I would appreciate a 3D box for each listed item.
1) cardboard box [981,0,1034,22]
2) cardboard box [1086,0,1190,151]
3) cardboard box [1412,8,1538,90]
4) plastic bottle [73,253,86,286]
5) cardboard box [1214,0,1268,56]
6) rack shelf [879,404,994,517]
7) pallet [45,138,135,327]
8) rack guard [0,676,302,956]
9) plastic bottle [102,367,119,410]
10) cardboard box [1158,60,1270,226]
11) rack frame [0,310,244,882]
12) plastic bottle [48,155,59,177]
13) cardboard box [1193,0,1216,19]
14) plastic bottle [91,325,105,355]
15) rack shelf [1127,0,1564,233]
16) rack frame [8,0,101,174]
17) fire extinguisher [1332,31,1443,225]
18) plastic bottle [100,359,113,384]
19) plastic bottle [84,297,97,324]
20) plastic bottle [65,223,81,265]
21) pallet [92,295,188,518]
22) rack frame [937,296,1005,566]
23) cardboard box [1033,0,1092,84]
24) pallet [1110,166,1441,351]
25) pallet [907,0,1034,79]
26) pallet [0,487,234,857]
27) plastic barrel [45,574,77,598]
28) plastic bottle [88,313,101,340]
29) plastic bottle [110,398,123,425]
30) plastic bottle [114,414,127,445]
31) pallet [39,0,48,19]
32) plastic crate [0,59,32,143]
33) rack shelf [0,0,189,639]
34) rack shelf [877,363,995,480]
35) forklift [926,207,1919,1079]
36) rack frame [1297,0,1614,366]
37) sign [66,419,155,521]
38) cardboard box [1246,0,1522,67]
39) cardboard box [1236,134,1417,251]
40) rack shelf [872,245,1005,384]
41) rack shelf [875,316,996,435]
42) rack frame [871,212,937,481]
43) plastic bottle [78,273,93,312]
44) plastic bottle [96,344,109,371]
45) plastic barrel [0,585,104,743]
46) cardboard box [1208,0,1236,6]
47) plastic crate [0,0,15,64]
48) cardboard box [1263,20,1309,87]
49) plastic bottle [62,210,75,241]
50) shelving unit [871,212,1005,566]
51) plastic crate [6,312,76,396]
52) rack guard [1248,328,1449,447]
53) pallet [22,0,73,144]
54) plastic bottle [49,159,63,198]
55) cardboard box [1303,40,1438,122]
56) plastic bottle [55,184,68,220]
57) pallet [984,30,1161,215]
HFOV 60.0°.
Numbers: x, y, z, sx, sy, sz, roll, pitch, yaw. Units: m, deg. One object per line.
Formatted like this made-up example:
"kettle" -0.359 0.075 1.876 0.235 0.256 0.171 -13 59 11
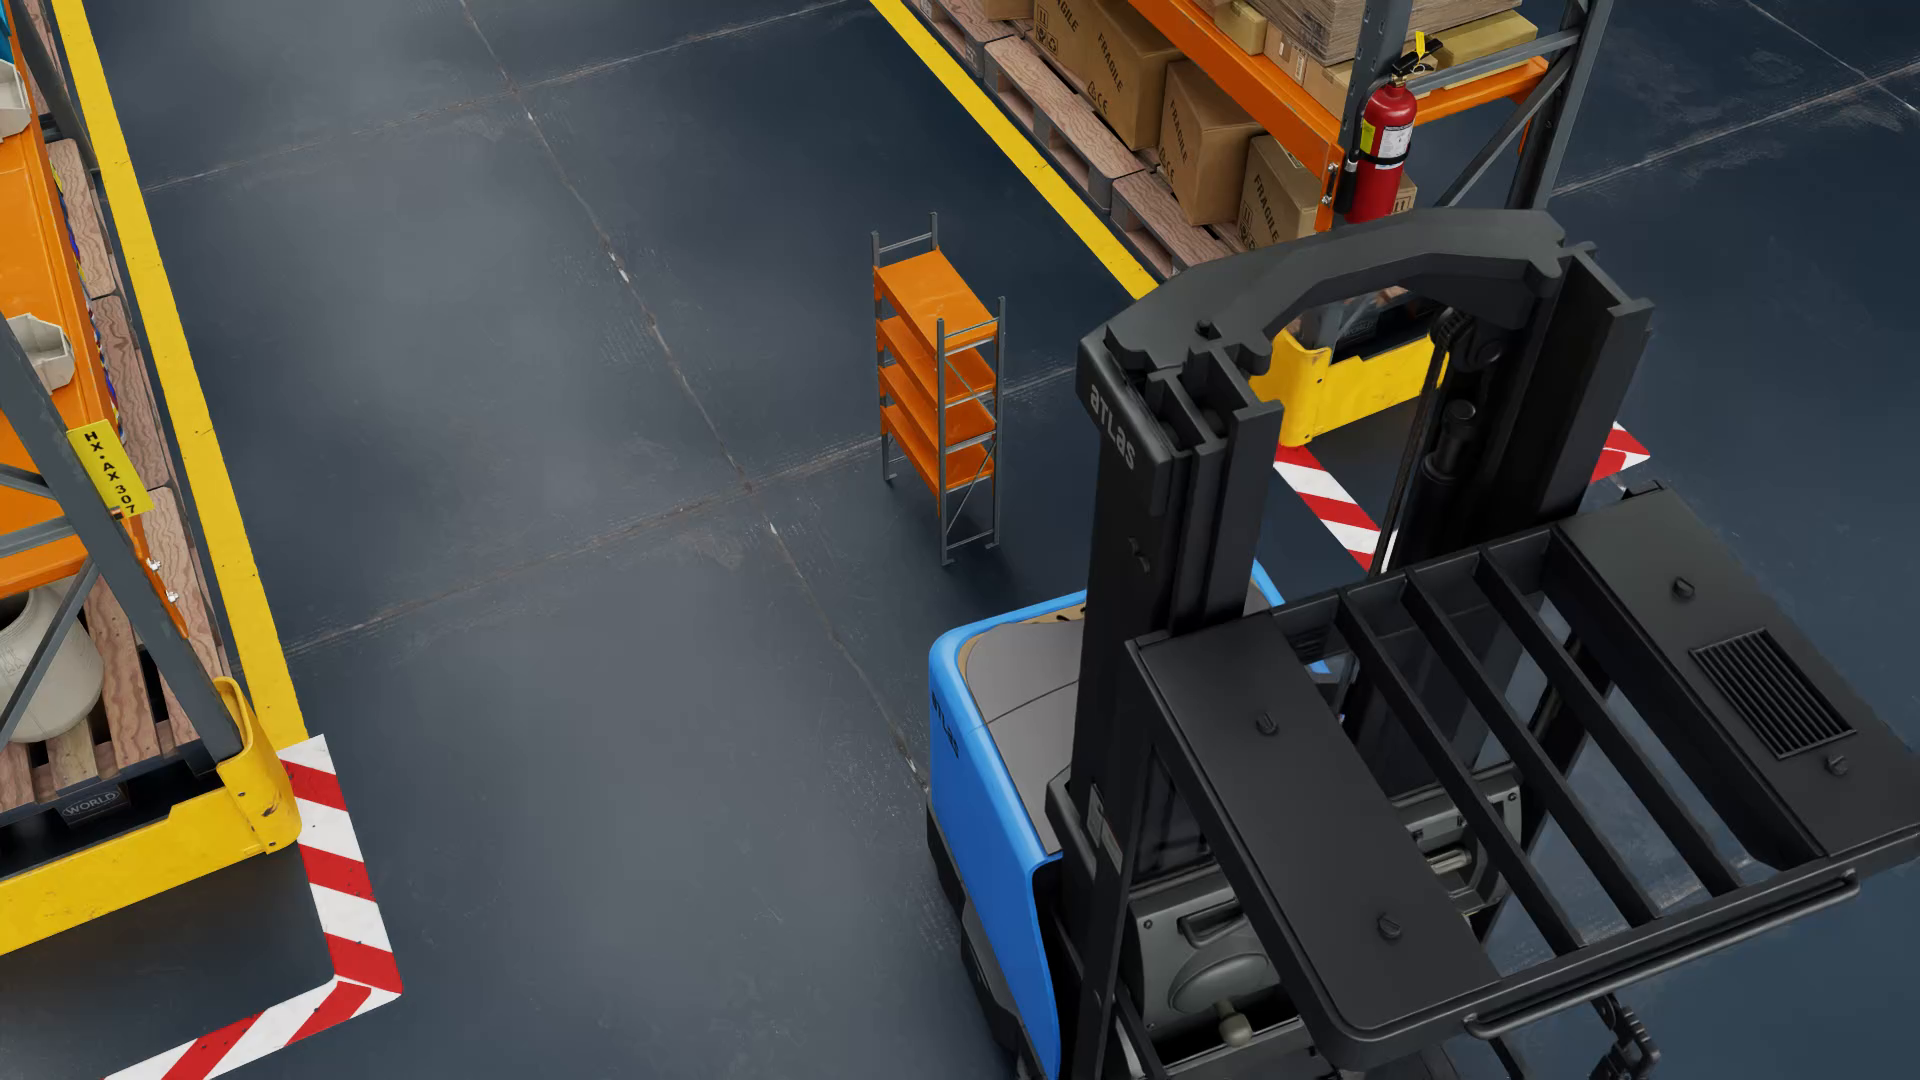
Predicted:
"cardboard box" 0.343 -2.933 8.204 0.500 0.500 0.500 -7 49 -6
"cardboard box" 0.913 -2.156 7.524 0.500 0.500 0.500 -17 51 -14
"cardboard box" 1.839 -1.793 5.992 0.380 0.149 0.250 -21 52 -18
"plastic bottle" -3.691 -1.170 6.748 0.144 0.351 0.185 -21 52 -18
"cardboard box" 1.169 -1.957 6.136 0.380 0.149 0.250 -21 52 -18
"rack shelf" -0.076 -0.331 6.095 0.258 0.148 0.480 -21 52 -18
"pallet" -4.207 -1.192 7.152 1.003 0.211 1.213 -21 52 -18
"rack guard" -2.724 0.891 5.138 1.175 0.500 0.348 -21 52 -18
"plastic bottle" -3.287 -0.626 6.317 0.061 0.283 0.133 -20 52 -17
"cardboard box" 1.182 -1.730 7.152 0.500 0.500 0.500 -9 49 -8
"rack frame" -2.647 0.103 4.167 1.000 3.000 0.127 -21 52 -18
"plastic bottle" -4.034 -1.662 7.278 0.097 0.201 0.097 0 49 0
"cardboard box" 1.068 -2.130 6.287 0.380 0.149 0.250 -21 52 -18
"plastic bottle" -3.447 -0.804 6.527 0.097 0.201 0.097 0 49 0
"rack shelf" 0.842 -2.705 7.101 1.077 0.370 4.000 -21 52 -18
"rack frame" -4.477 -2.574 6.509 1.000 3.000 0.127 -21 52 -18
"fire extinguisher" 1.400 -1.342 5.482 0.296 0.674 0.183 -21 52 -18
"plastic bottle" -3.356 -0.694 6.384 0.097 0.271 0.097 0 49 0
"plastic bottle" -3.541 -0.941 6.647 0.097 0.201 0.097 0 49 0
"plastic bottle" -3.727 -1.270 6.880 0.061 0.283 0.133 -18 51 -15
"pallet" -3.645 -0.375 6.437 1.003 0.211 1.213 -21 52 -18
"rack frame" 0.036 -0.342 5.752 0.240 1.200 0.015 -21 52 -18
"cardboard box" 0.697 -2.545 7.864 0.500 0.500 0.500 -26 54 -21
"pallet" 1.382 -1.292 7.239 1.003 0.211 1.213 -21 52 -18
"pallet" 0.265 -2.925 8.668 1.003 0.211 1.213 -21 52 -18
"pallet" -3.091 0.441 5.724 1.003 0.211 1.213 -21 52 -18
"plastic barrel" -3.245 0.034 5.601 0.421 0.512 0.421 0 49 0
"plastic bottle" -3.495 -0.896 6.561 0.097 0.271 0.097 0 49 0
"plastic bottle" -3.247 -0.511 6.271 0.097 0.201 0.097 0 49 0
"plastic bottle" -3.199 -0.464 6.184 0.097 0.271 0.097 0 49 0
"pallet" -5.433 -2.986 8.721 1.003 0.211 1.213 -21 52 -18
"plastic crate" -3.509 -1.488 5.734 0.530 0.136 0.437 -21 52 -18
"rack shelf" -3.562 -0.999 5.609 1.077 0.370 4.000 -21 52 -18
"rack shelf" -0.076 -0.462 5.946 0.258 0.148 0.480 -21 52 -18
"forklift" 0.889 0.919 3.499 1.130 2.935 3.031 -16 51 -13
"rack frame" 1.757 -1.603 5.659 1.000 3.000 0.127 -21 52 -18
"sign" -2.156 -0.175 4.226 0.100 0.325 0.005 -21 52 -18
"cardboard box" 1.530 -2.111 5.840 0.875 0.500 0.500 -21 52 -18
"cardboard box" 1.486 -1.342 6.813 0.500 0.500 0.500 -13 50 -11
"rack shelf" -0.076 -0.765 5.599 0.258 0.148 0.480 -21 52 -18
"rack shelf" -0.076 -0.609 5.778 0.258 0.148 0.480 -21 52 -18
"rack frame" -0.187 -0.669 6.038 0.240 1.200 0.015 -21 52 -18
"plastic bottle" -3.620 -1.036 6.680 0.152 0.276 0.135 -20 52 -17
"plastic bottle" -3.402 -0.761 6.443 0.097 0.271 0.097 0 49 0
"plastic barrel" -3.016 0.370 5.308 0.421 0.512 0.421 0 49 0
"cardboard box" 1.194 -2.405 6.096 0.875 0.500 0.500 -21 52 -18
"plastic crate" -3.729 -1.878 5.998 0.499 0.251 0.616 -21 52 -18
"cardboard box" 1.329 -1.807 6.005 0.380 0.149 0.250 -21 52 -18
"plastic bottle" -3.839 -1.387 6.937 0.144 0.351 0.185 -24 53 -19
"shelving unit" -0.076 -0.506 5.895 0.258 1.200 0.503 -21 52 -18
"plastic crate" -2.770 -0.520 4.887 0.298 0.136 0.250 -21 52 -18
"rack guard" 1.722 -0.831 6.644 1.175 0.500 0.348 -21 52 -18
"pallet" -4.871 -2.168 8.006 1.003 0.211 1.213 -21 52 -18
"plastic bottle" -3.964 -1.616 7.183 0.061 0.283 0.133 -19 51 -16
"cardboard box" 1.443 -1.640 5.858 0.380 0.149 0.250 -21 52 -18
"plastic bottle" -3.926 -1.515 7.050 0.144 0.351 0.185 -22 53 -18
"pallet" 0.828 -2.107 7.953 1.003 0.211 1.213 -21 52 -18
